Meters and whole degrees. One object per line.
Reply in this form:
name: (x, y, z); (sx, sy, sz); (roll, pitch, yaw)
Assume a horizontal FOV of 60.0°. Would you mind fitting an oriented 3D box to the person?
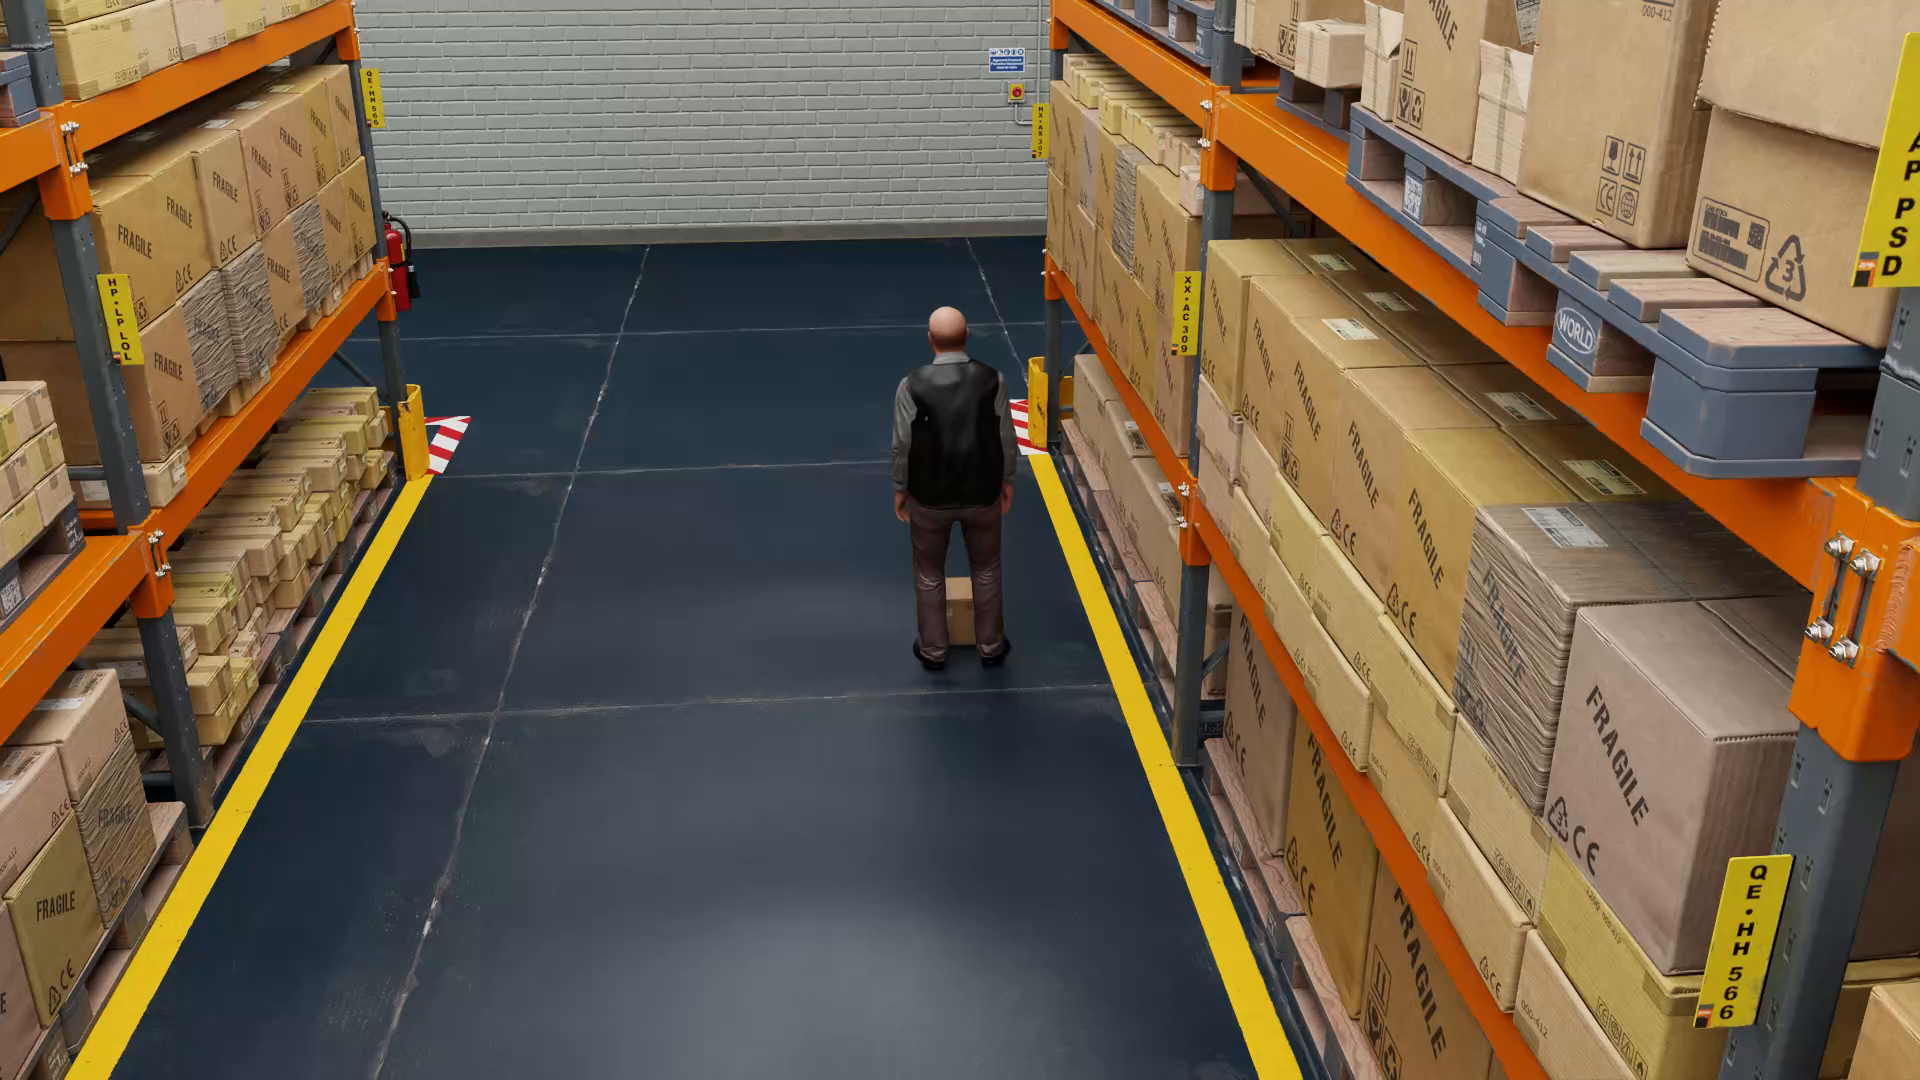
person: (-0.026, -0.207, 7.605); (0.579, 1.719, 0.418); (-3, 24, -7)
